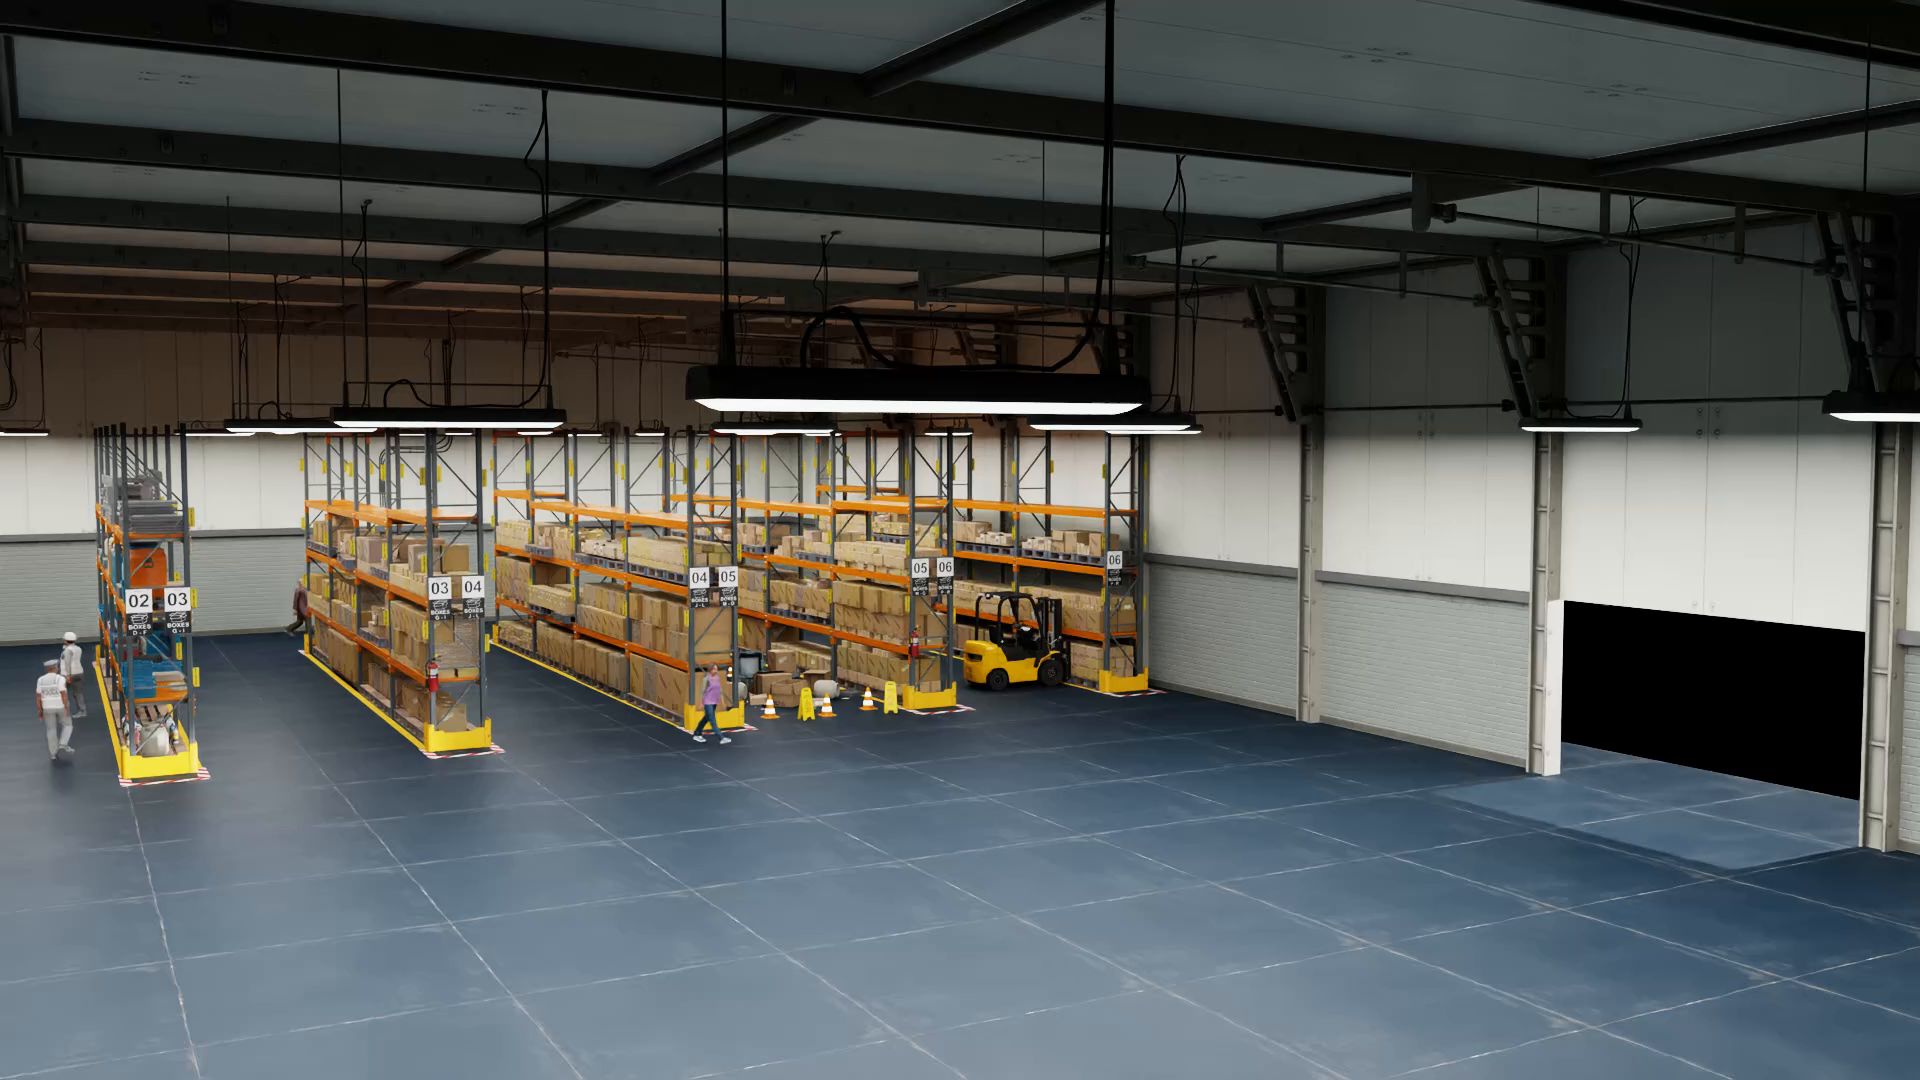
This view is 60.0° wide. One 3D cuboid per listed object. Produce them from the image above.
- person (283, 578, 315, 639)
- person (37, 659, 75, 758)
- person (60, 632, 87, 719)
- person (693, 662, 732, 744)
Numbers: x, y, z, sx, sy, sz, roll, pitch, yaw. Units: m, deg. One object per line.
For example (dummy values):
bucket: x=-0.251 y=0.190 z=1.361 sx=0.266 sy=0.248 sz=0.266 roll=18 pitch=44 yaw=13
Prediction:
person: x=-18.853 y=1.965 z=47.583 sx=1.062 sy=1.743 sz=0.591 roll=0 pitch=3 yaw=-3
person: x=-16.239 y=3.032 z=29.844 sx=0.597 sy=1.751 sz=0.549 roll=-1 pitch=4 yaw=-21
person: x=-18.342 y=2.773 z=34.148 sx=0.833 sy=1.770 sz=0.608 roll=1 pitch=4 yaw=11
person: x=-4.609 y=3.048 z=31.073 sx=1.020 sy=1.533 sz=0.430 roll=2 pitch=4 yaw=26
